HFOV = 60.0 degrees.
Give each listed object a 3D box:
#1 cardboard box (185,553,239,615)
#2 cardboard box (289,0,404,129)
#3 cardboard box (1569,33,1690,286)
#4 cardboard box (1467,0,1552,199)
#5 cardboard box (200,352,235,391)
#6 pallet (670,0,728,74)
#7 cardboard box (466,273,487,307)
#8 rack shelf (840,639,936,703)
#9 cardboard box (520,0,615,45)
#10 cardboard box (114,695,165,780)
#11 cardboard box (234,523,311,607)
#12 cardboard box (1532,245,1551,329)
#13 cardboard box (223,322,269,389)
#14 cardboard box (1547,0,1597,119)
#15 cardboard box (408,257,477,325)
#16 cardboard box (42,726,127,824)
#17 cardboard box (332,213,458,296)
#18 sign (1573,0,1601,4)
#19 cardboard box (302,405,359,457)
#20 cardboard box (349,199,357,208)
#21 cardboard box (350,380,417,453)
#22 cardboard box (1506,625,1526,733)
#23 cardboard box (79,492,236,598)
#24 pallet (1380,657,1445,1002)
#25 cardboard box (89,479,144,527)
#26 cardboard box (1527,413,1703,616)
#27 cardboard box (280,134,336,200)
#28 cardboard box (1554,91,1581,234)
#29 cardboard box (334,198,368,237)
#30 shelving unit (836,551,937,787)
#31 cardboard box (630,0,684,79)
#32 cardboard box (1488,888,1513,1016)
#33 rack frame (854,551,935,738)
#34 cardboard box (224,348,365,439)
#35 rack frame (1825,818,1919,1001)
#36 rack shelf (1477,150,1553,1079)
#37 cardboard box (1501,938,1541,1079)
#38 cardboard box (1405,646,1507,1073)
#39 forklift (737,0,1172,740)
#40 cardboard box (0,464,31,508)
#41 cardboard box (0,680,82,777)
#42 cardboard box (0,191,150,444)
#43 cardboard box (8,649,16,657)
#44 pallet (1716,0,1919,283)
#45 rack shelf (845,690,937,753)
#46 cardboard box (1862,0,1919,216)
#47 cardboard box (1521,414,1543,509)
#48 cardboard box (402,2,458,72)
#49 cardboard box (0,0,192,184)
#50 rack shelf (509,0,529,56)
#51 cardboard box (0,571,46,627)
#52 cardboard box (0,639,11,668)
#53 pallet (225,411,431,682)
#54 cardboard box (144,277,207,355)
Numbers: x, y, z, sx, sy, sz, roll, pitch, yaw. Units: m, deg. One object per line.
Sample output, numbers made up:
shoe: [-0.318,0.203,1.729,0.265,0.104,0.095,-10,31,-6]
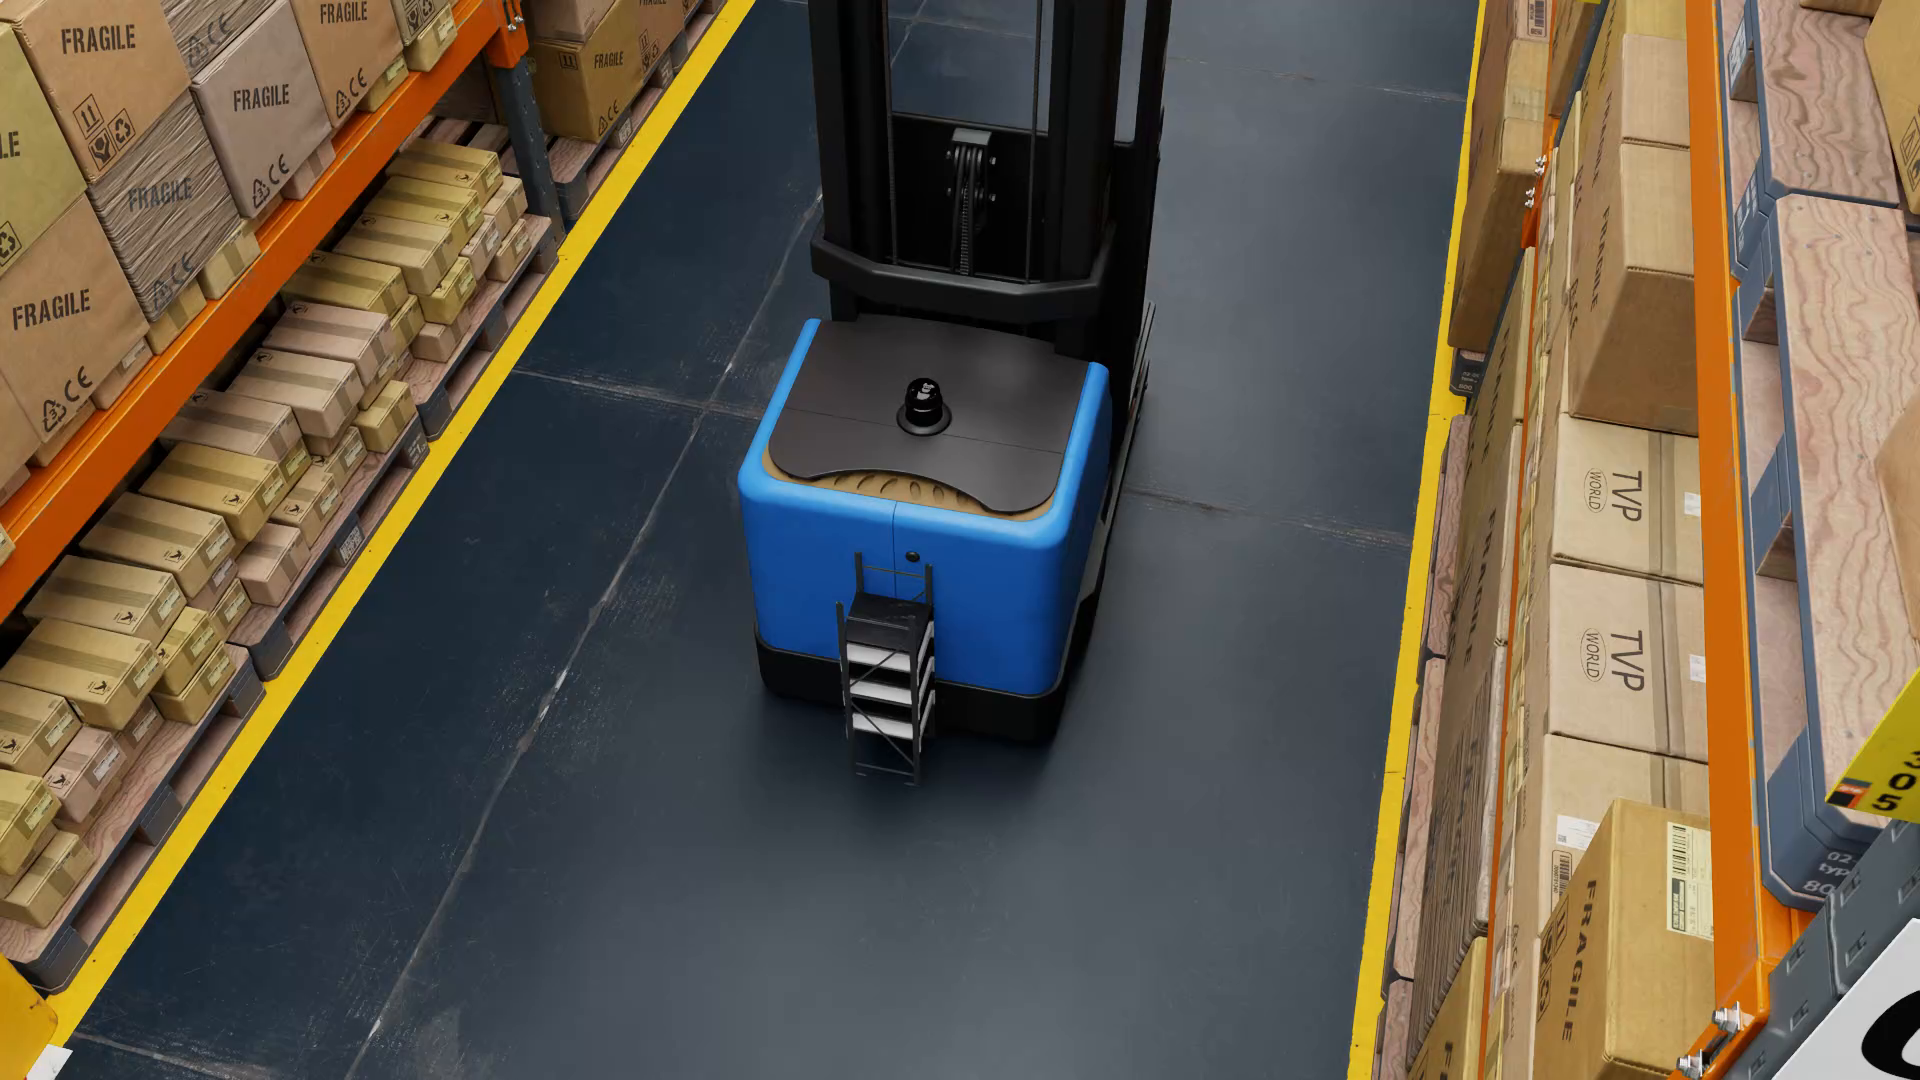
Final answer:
cardboard box: [-2.669,0.115,5.571,0.380,0.149,0.250,9,49,8]
cardboard box: [-2.251,-1.751,5.529,0.500,0.500,0.500,10,49,9]
cardboard box: [1.991,-0.994,4.529,0.500,0.500,0.500,12,50,10]
cardboard box: [2.884,-1.897,7.061,1.225,0.875,0.875,10,49,9]
cardboard box: [-2.882,-0.630,6.030,0.380,0.149,0.250,10,49,8]
pallet: [-1.735,-2.926,8.692,1.003,0.211,1.213,12,50,10]
cardboard box: [-2.182,-1.073,6.818,0.380,0.149,0.250,13,50,11]
rack shelf: [-0.225,0.390,5.230,0.258,0.077,0.200,10,49,9]
cardboard box: [-1.809,-2.442,7.292,0.500,0.250,0.500,10,49,8]
cardboard box: [-2.816,0.595,5.345,0.380,0.149,0.250,12,50,10]
cardboard box: [-2.518,0.066,5.813,0.380,0.149,0.250,9,49,8]
cardboard box: [1.964,-0.736,5.067,0.380,0.149,0.250,13,50,11]
cardboard box: [-2.841,-0.722,6.310,0.380,0.149,0.250,14,50,12]
cardboard box: [2.360,-1.773,5.748,0.500,0.500,0.500,12,50,10]
cardboard box: [-2.147,-1.008,6.562,0.380,0.149,0.250,10,49,9]
cardboard box: [-2.799,0.684,5.069,0.380,0.149,0.250,11,50,10]
cardboard box: [-2.188,-1.110,6.453,0.380,0.149,0.250,11,50,10]
sign: [1.974,-1.805,5.123,0.100,0.325,0.005,12,50,10]
cardboard box: [-2.446,-0.468,6.085,0.380,0.149,0.250,9,49,8]
cardboard box: [-2.678,-1.397,6.707,0.380,0.149,0.250,14,50,12]
cardboard box: [-2.305,-0.496,6.309,0.380,0.149,0.250,11,50,10]
cardboard box: [1.559,0.379,4.082,0.380,0.149,0.250,12,50,10]
cardboard box: [-2.631,0.014,5.461,0.380,0.149,0.250,13,50,12]
pallet: [1.906,0.994,5.232,1.003,0.211,1.213,12,50,10]
cardboard box: [-3.103,-0.174,5.826,0.380,0.149,0.250,14,50,12]
cardboard box: [1.720,-0.019,4.168,0.500,0.250,0.500,12,50,10]
cardboard box: [-2.332,-1.291,5.556,0.380,0.149,0.250,10,49,8]
cardboard box: [2.124,-1.109,5.130,0.500,0.250,0.500,11,49,9]
cardboard box: [-2.642,-1.294,6.815,0.380,0.149,0.250,12,50,10]
shelving unit: [-0.225,0.427,5.273,0.258,0.900,0.210,10,49,9]
cardboard box: [-1.670,-2.577,7.911,0.500,0.500,0.500,14,50,12]
cardboard box: [1.358,0.935,3.592,0.380,0.149,0.250,12,50,10]
rack frame: [-0.202,0.353,5.338,0.240,0.900,0.006,10,49,9]
cardboard box: [-2.373,-0.526,5.938,0.380,0.149,0.250,10,49,9]
rack frame: [1.448,-0.440,0.636,1.000,3.000,0.127,12,50,10]
rack shelf: [1.974,0.336,4.432,1.077,0.370,4.000,12,50,10]
cardboard box: [1.319,1.093,3.186,0.500,0.250,0.500,11,49,9]
cardboard box: [1.778,0.972,4.528,0.875,0.875,0.875,12,50,10]
forklift: [0.144,-1.430,5.557,1.130,2.935,3.031,10,49,9]
cardboard box: [-2.824,-0.184,4.579,0.380,0.149,0.250,14,50,12]
cardboard box: [-2.889,0.566,4.975,0.380,0.149,0.250,12,50,11]
cardboard box: [-2.669,-0.653,4.560,0.500,0.500,0.500,12,50,11]
cardboard box: [-3.198,0.314,5.593,0.380,0.149,0.250,12,50,10]
pallet: [1.952,-0.842,3.051,1.003,0.211,1.213,12,50,10]
rack shelf: [-0.225,0.568,5.433,0.258,0.077,0.200,10,49,9]
cardboard box: [1.887,-0.806,2.547,0.700,0.500,0.500,9,49,7]
cardboard box: [1.761,-0.179,4.575,0.380,0.149,0.250,12,50,10]
cardboard box: [-2.070,-1.856,6.055,0.380,0.149,0.250,10,49,9]
cardboard box: [-2.521,-1.349,4.508,0.500,0.500,0.500,10,49,9]
rack shelf: [-1.732,-3.609,7.914,1.077,0.370,4.000,12,50,10]
cardboard box: [-3.220,0.110,5.377,0.380,0.149,0.250,10,49,9]
cardboard box: [-3.312,0.385,5.333,0.380,0.149,0.250,10,49,8]
pallet: [-2.720,-0.099,6.197,1.003,0.211,1.213,12,50,10]
cardboard box: [-2.548,-0.732,5.063,0.380,0.149,0.250,13,50,11]
